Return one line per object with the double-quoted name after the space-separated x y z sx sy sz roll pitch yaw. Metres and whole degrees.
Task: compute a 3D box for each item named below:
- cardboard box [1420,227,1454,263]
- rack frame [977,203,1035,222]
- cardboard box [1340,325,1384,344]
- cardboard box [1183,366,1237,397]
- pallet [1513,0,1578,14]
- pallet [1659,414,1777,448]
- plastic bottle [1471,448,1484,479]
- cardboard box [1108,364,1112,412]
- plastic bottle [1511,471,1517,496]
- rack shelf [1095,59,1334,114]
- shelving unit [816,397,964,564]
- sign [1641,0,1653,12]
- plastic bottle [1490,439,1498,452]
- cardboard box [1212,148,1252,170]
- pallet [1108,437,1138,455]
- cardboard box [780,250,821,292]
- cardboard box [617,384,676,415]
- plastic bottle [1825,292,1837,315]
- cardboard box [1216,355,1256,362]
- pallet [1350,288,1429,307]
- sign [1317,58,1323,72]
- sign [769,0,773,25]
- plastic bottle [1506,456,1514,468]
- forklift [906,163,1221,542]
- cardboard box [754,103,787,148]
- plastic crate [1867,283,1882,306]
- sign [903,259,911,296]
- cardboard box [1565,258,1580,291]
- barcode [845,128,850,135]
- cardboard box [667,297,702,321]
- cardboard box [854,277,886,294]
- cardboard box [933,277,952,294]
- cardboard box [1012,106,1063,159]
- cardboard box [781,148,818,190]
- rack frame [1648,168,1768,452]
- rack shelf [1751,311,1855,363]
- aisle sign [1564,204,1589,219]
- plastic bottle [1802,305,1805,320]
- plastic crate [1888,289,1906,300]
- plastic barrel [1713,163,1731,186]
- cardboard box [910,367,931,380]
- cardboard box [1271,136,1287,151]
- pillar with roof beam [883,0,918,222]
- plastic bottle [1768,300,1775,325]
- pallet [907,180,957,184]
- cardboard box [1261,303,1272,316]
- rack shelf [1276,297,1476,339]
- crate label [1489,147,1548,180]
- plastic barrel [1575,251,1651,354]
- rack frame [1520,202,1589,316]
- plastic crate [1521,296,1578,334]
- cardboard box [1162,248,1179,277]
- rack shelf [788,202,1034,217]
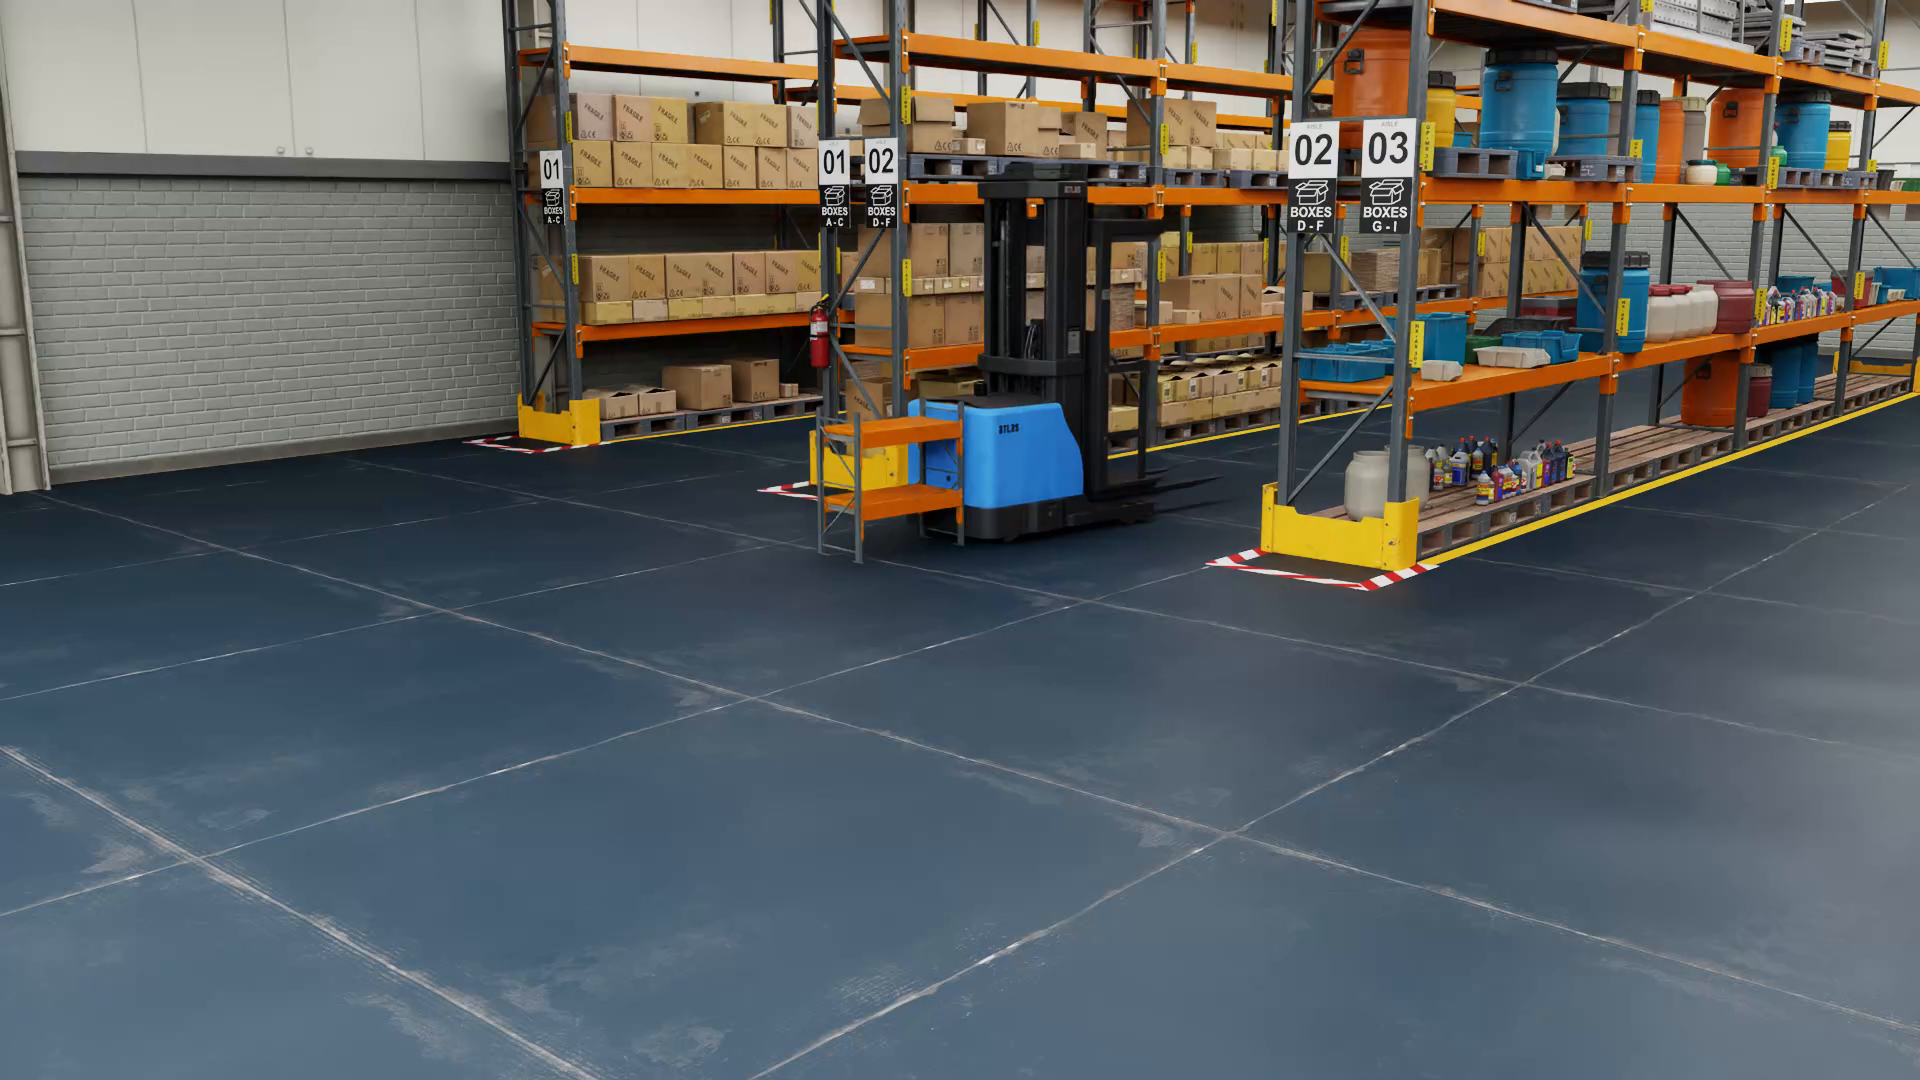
7.171 -4.378 24.664 0.500 0.500 0.500 10 15 41 "cardboard box"
0.667 -3.782 24.489 1.000 3.000 0.127 10 15 40 "rack frame"
5.538 -2.828 23.054 0.500 0.250 0.500 9 15 39 "cardboard box"
2.886 -1.864 19.402 0.500 0.311 0.500 9 14 38 "cardboard box"
4.140 -4.261 13.071 1.003 0.211 1.213 10 15 40 "pallet"
8.598 -1.255 18.956 1.003 0.211 1.213 10 15 40 "pallet"
4.619 -0.688 14.842 0.097 0.271 0.097 0 11 0 "plastic bottle"
1.270 -1.610 17.649 0.500 0.500 0.500 10 15 40 "cardboard box"
4.617 -0.474 13.947 0.097 0.201 0.097 0 11 0 "plastic bottle"
3.071 -5.241 19.334 1.077 0.370 4.000 10 15 40 "rack shelf"
-0.523 -0.476 12.725 1.048 1.125 0.538 -10 15 -41 "shelving unit"
5.875 -4.679 14.198 0.100 0.325 0.005 10 15 40 "sign"
4.929 -0.800 15.402 0.097 0.271 0.097 0 11 0 "plastic bottle"
3.059 -4.430 19.387 0.500 0.250 0.500 8 14 36 "cardboard box"
1.194 -1.075 18.053 1.003 0.211 1.213 10 15 40 "pallet"
-2.053 -3.388 20.933 0.500 0.500 0.500 10 15 40 "cardboard box"
-3.713 -1.676 19.687 0.500 0.311 0.500 -11 15 -43 "cardboard box"
10.732 -2.929 20.535 0.152 0.276 0.135 10 15 40 "plastic bottle"
3.484 -2.157 20.870 0.500 0.311 0.500 9 15 39 "cardboard box"
5.671 -3.335 22.739 1.003 0.211 1.213 10 15 40 "pallet"
6.347 -8.326 29.333 0.100 0.325 0.005 10 15 40 "sign"
-2.394 -6.742 21.203 0.100 0.325 0.005 10 15 40 "sign"
4.730 -0.579 14.263 0.061 0.283 0.133 10 15 40 "plastic bottle"
0.995 -1.637 13.923 3.031 2.935 1.130 -10 15 -41 "forklift"
-2.456 -5.022 20.181 0.500 0.500 0.500 11 16 43 "cardboard box"
11.896 -3.262 22.033 0.437 0.282 0.530 10 15 40 "plastic crate"
-0.477 -2.356 14.936 0.100 0.325 0.005 10 15 40 "sign"
9.581 -4.267 26.662 0.500 0.500 0.500 10 15 42 "cardboard box"
-1.053 -3.828 15.576 0.001 0.075 0.075 10 15 40 "barcode"
-3.380 -2.724 19.525 0.500 0.250 0.500 9 15 39 "cardboard box"
-0.781 -2.413 15.723 0.380 0.149 0.250 9 15 39 "cardboard box"
-0.297 -2.401 15.664 0.380 0.149 0.250 9 15 39 "cardboard box"
0.569 -4.124 16.848 0.637 0.503 0.797 -10 15 -41 "cardboard box"
-2.122 -4.617 20.703 0.500 0.500 0.500 10 15 42 "cardboard box"
8.109 -2.501 18.076 1.000 3.000 0.127 10 15 40 "rack frame"
9.430 -2.443 19.619 1.077 0.370 4.000 10 15 40 "rack shelf"
9.947 -5.564 26.775 0.394 0.787 0.004 10 15 40 "aisle sign"
9.860 -2.690 19.528 0.097 0.201 0.097 0 11 0 "plastic bottle"
12.988 -3.435 23.271 0.396 0.136 0.243 10 15 40 "plastic crate"
7.985 -3.853 17.582 0.294 0.245 0.294 0 11 0 "plastic barrel"
-0.829 -2.446 23.060 0.700 0.500 0.500 10 15 41 "cardboard box"
5.332 -6.764 28.901 0.500 0.500 0.500 10 15 42 "cardboard box"
2.393 -6.088 20.717 9.100 9.000 0.400 10 15 40 "pillar with roof beam"
9.066 -2.548 18.607 0.061 0.283 0.133 10 15 40 "plastic bottle"
-0.803 -4.802 22.419 1.213 0.211 1.003 10 15 40 "pallet"
3.591 -2.824 20.334 0.250 0.149 0.380 -11 16 -43 "cardboard box"
5.711 -3.084 22.828 1.077 0.370 4.000 10 15 40 "rack shelf"
4.312 -2.955 13.068 0.502 0.251 0.408 10 15 40 "crate label"
5.952 -2.176 15.168 0.600 0.901 0.708 10 15 40 "plastic barrel"
9.672 -4.319 27.178 1.000 3.000 0.127 10 15 40 "rack frame"
5.559 -2.055 15.678 0.402 0.464 0.583 10 15 40 "plastic crate"
3.193 -4.475 26.891 0.500 0.500 0.500 9 15 39 "cardboard box"
-0.653 -4.606 22.792 1.077 0.370 4.000 10 15 40 "rack shelf"
